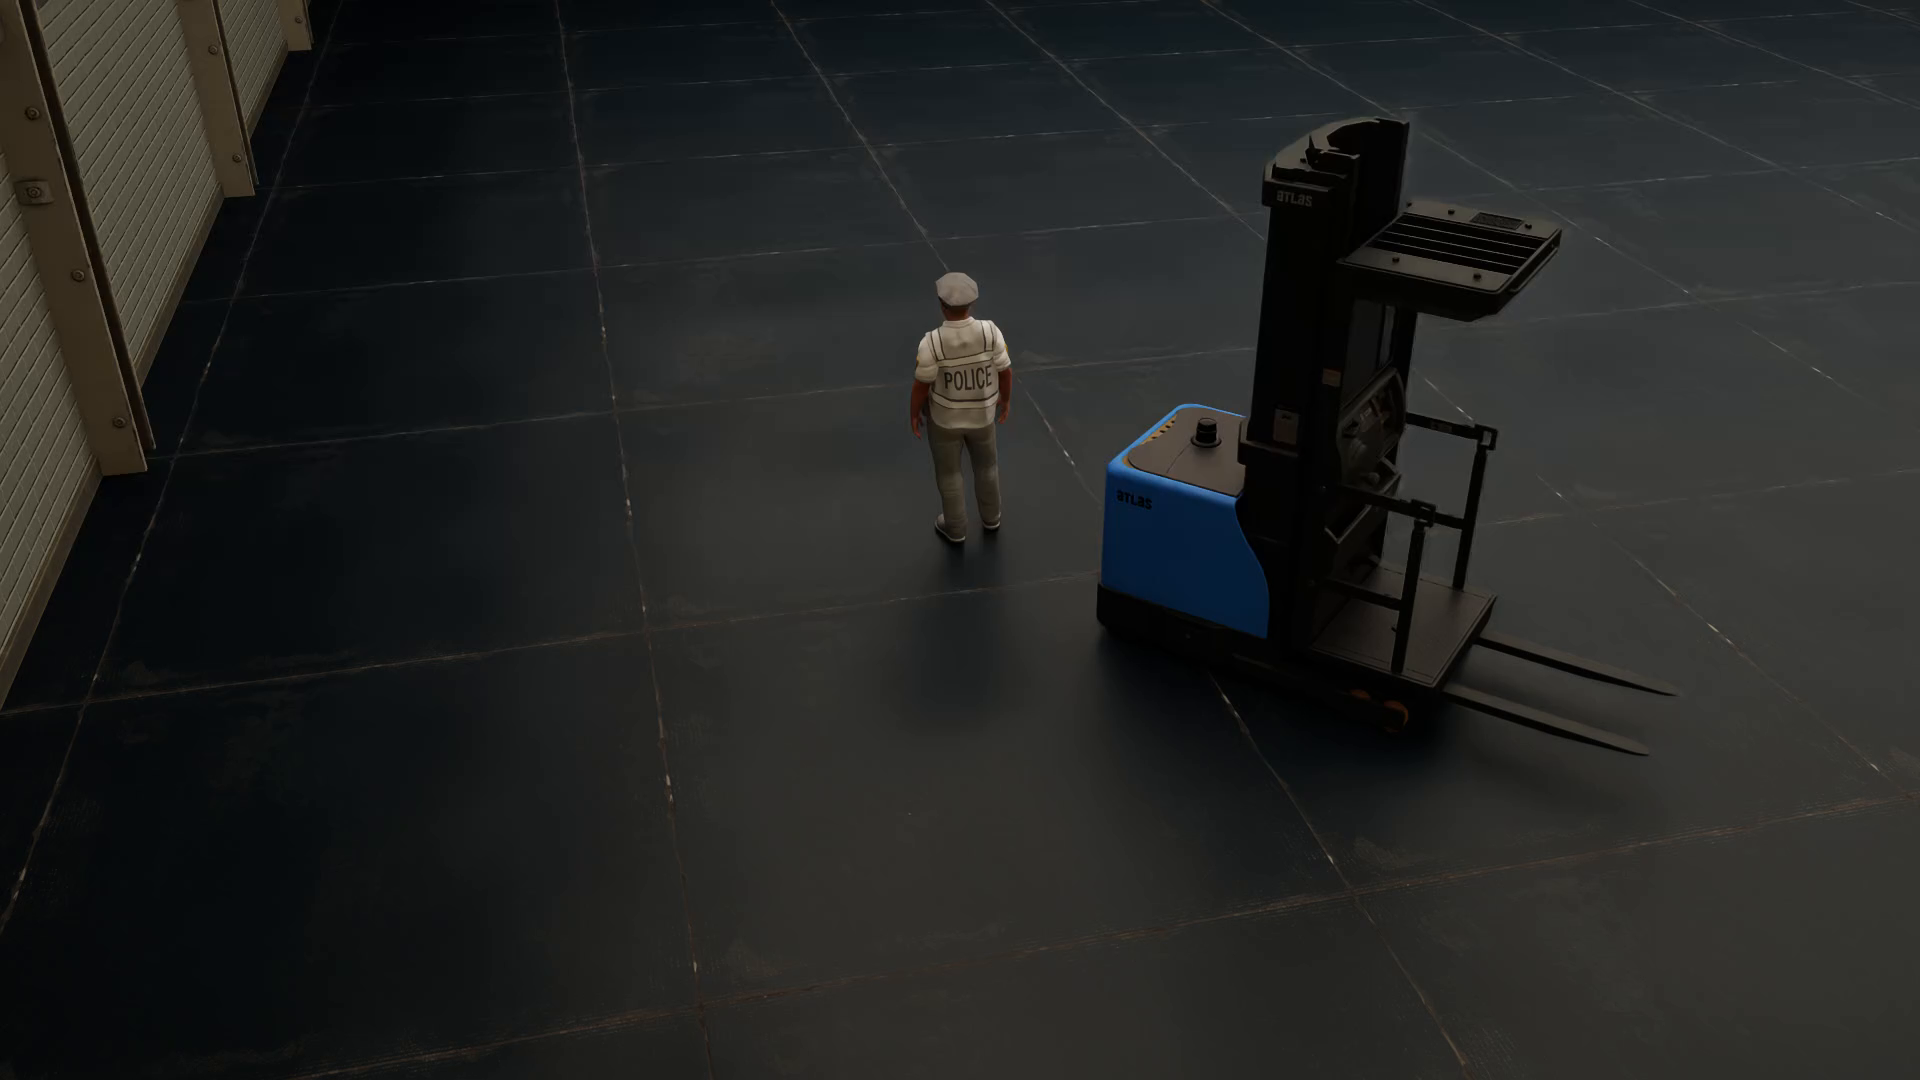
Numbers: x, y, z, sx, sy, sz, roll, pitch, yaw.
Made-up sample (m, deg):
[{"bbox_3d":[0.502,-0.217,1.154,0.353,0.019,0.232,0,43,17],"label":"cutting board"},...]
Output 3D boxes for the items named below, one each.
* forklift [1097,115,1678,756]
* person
[{"bbox_3d":[2.305,-0.560,8.542,3.031,2.935,1.130,18,35,28],"label":"forklift"},{"bbox_3d":[-0.006,-0.817,10.117,0.640,1.781,0.575,-7,31,-12],"label":"person"}]
